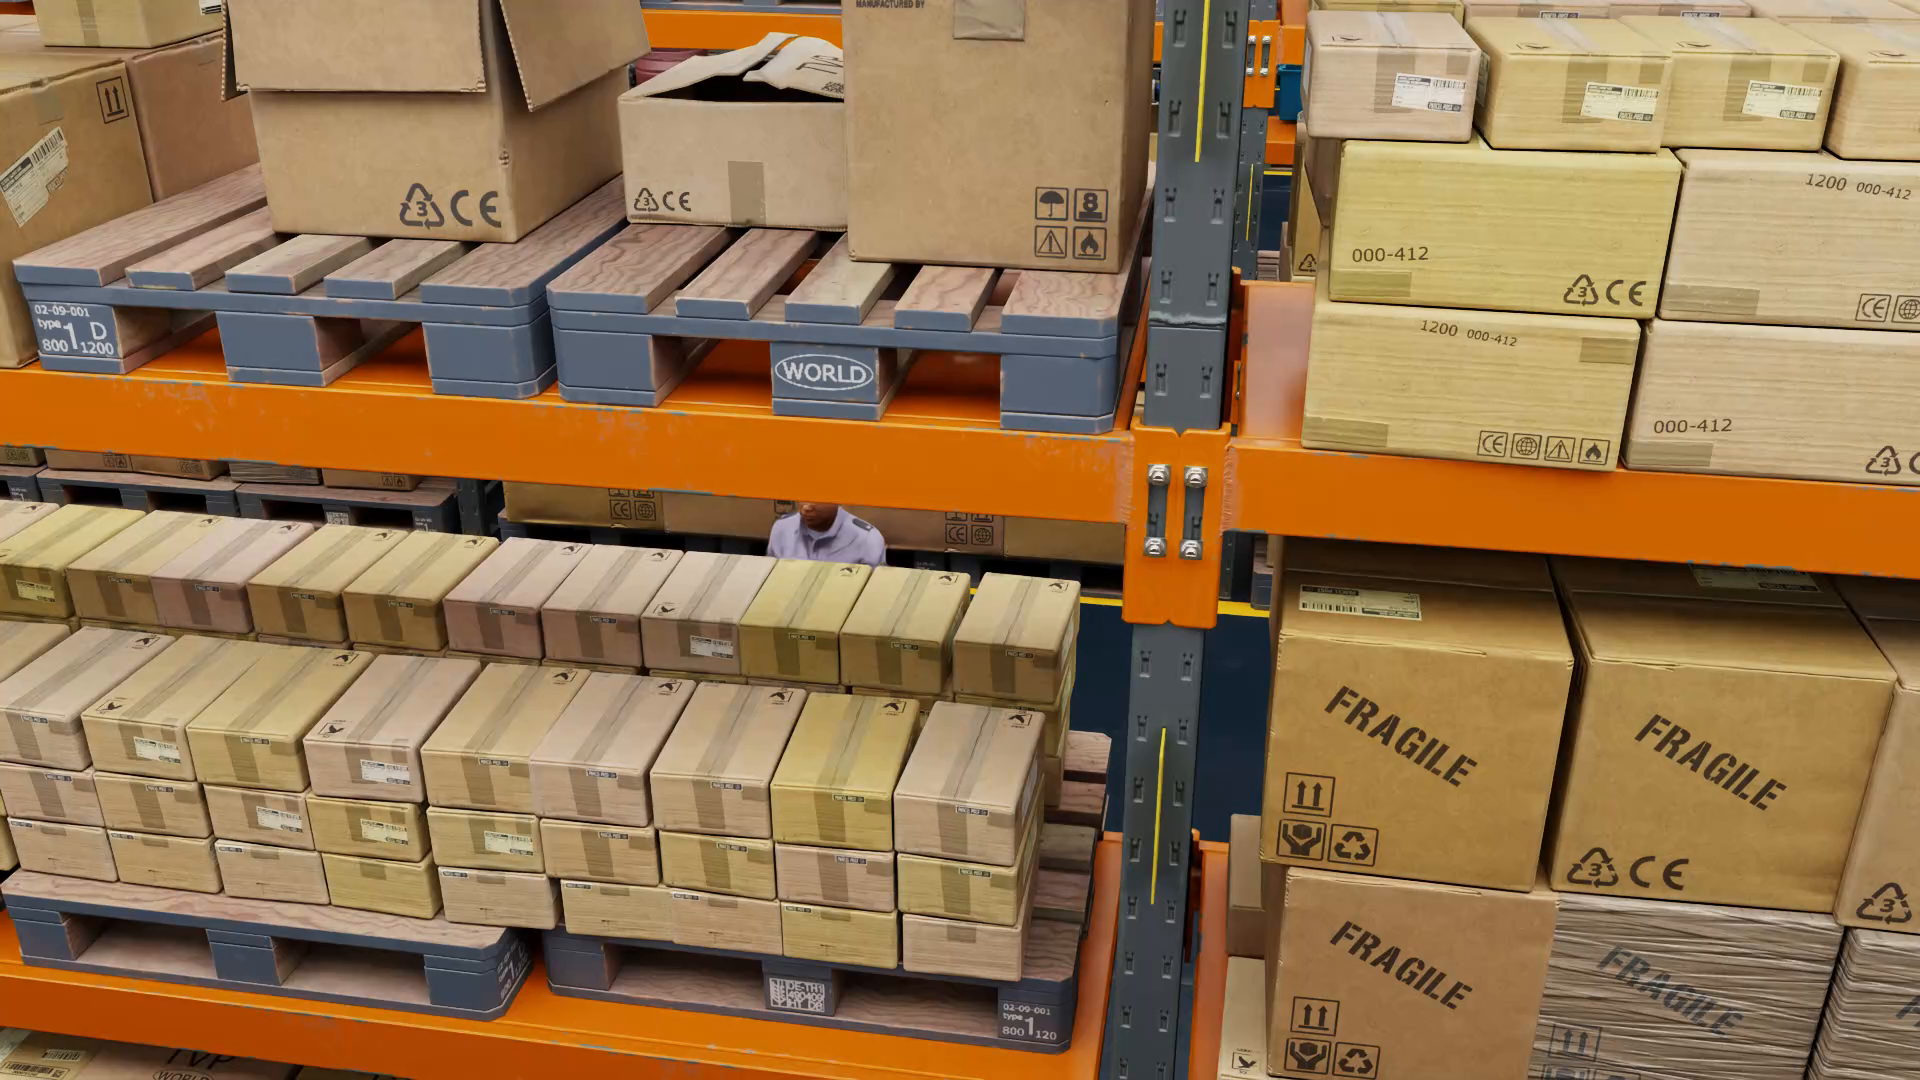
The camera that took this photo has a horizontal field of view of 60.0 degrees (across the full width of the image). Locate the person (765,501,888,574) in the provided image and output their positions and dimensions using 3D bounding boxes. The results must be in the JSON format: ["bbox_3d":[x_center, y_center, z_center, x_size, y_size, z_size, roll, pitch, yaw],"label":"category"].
[{"bbox_3d":[-0.512,0.498,6.043,0.517,1.666,0.472,8,26,16],"label":"person"}]
